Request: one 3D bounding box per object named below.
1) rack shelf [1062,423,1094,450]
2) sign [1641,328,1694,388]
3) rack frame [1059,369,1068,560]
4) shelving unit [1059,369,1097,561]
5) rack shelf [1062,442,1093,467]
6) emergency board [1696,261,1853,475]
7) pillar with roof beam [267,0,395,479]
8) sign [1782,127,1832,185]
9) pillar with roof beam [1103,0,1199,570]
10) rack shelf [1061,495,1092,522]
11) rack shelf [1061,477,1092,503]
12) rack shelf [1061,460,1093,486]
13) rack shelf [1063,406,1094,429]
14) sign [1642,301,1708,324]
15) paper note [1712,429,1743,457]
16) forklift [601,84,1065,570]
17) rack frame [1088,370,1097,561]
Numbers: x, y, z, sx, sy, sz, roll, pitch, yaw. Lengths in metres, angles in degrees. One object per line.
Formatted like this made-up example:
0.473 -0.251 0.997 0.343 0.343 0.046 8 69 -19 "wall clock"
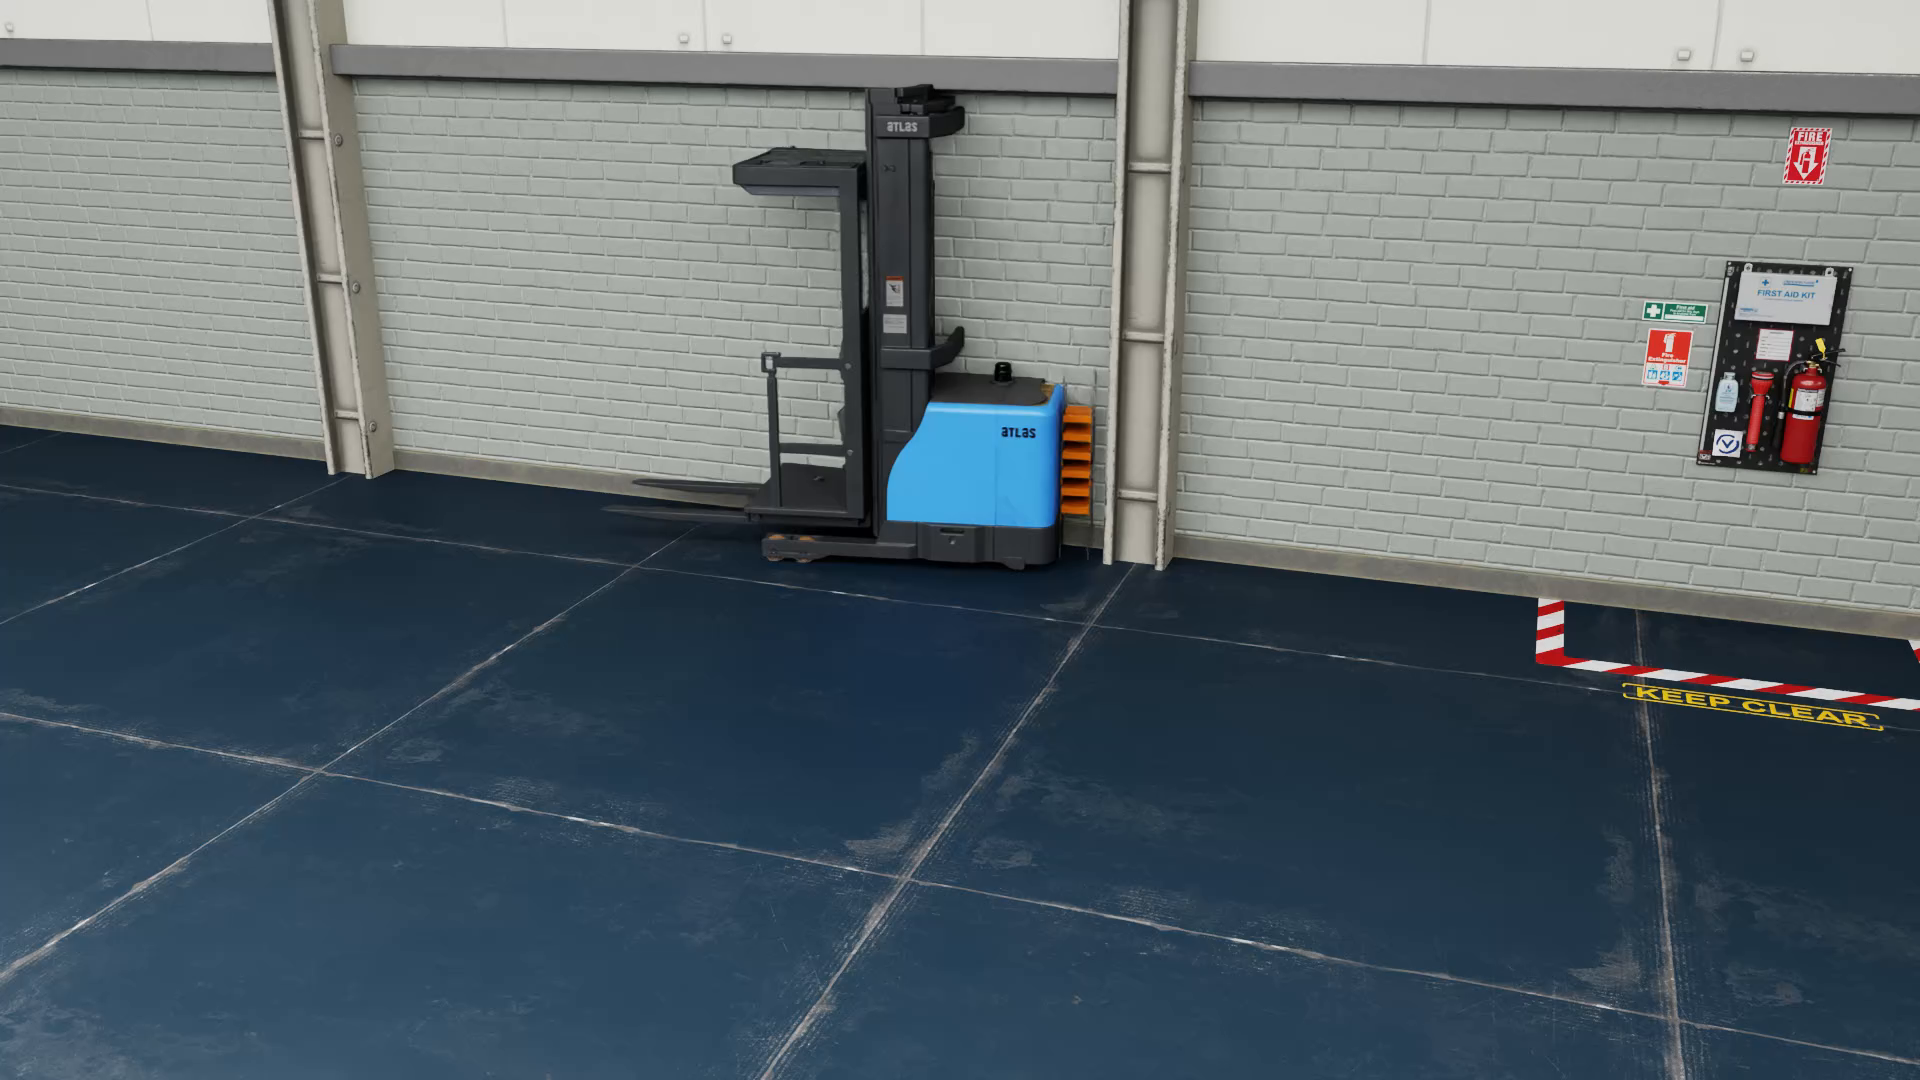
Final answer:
0.752 -0.659 10.550 0.180 0.103 0.258 3 19 9 "rack shelf"
4.008 -1.031 9.424 0.234 0.329 0.001 7 20 18 "sign"
0.661 -0.479 10.628 0.006 1.200 0.240 3 19 9 "rack frame"
0.751 -0.475 10.615 0.189 1.200 0.258 3 19 9 "shelving unit"
0.752 -0.546 10.590 0.180 0.103 0.258 3 19 9 "rack shelf"
4.497 -0.923 9.166 0.643 1.169 0.194 7 20 18 "emergency board"
-5.930 -3.435 7.258 0.400 9.000 9.100 7 20 18 "pillar with roof beam"
4.522 -2.049 8.876 0.199 0.298 0.001 7 20 18 "sign"
-0.262 -2.786 5.399 0.400 9.000 9.100 7 20 18 "pillar with roof beam"
0.751 -0.206 10.708 0.180 0.103 0.258 3 19 9 "rack shelf"
0.751 -0.319 10.669 0.180 0.103 0.258 3 19 9 "rack shelf"
0.751 -0.433 10.629 0.180 0.103 0.258 3 19 9 "rack shelf"
0.752 -0.773 10.511 0.180 0.103 0.258 3 19 9 "rack shelf"
4.010 -1.278 9.327 0.331 0.109 0.001 7 20 18 "sign"
4.352 -0.547 9.428 0.142 0.148 0.016 7 20 18 "paper note"
-0.827 -1.404 10.652 3.031 2.935 1.130 3 19 9 "forklift"
0.842 -0.470 10.601 0.006 1.200 0.240 3 19 9 "rack frame"
